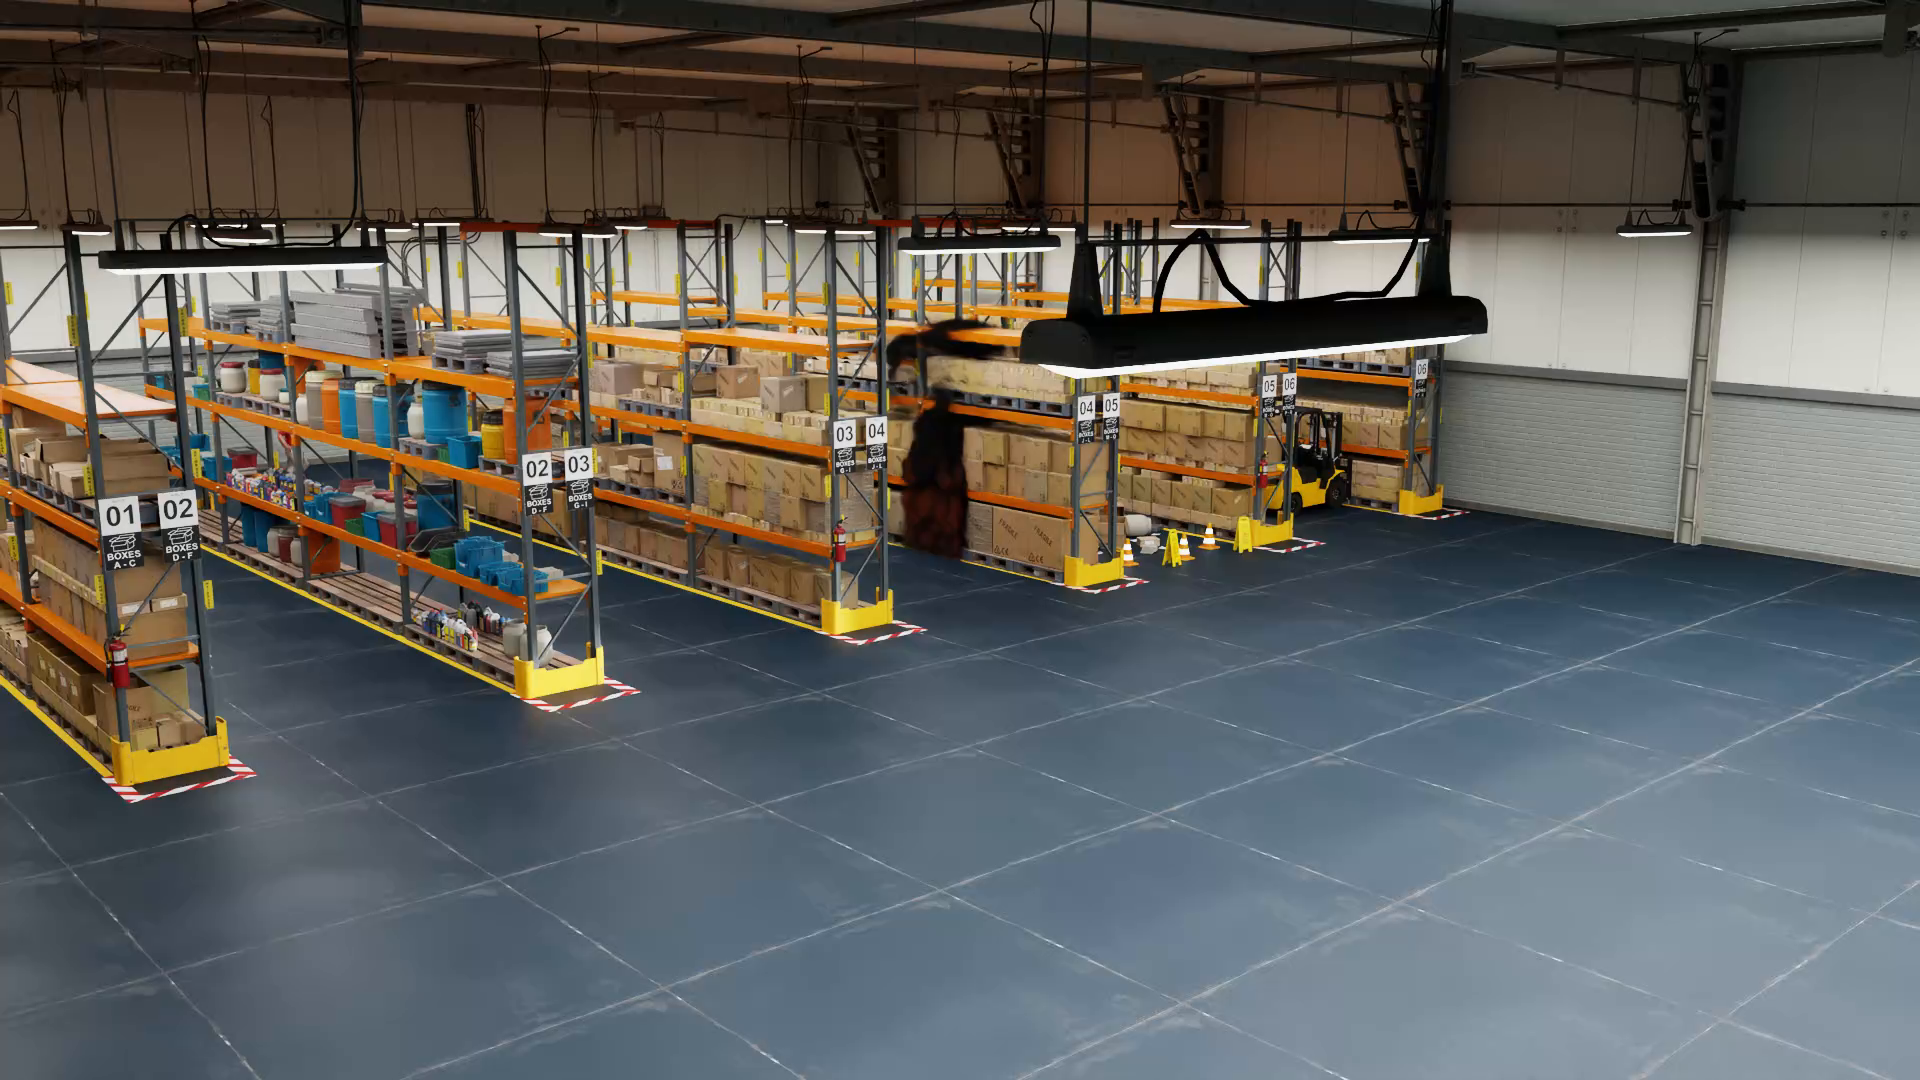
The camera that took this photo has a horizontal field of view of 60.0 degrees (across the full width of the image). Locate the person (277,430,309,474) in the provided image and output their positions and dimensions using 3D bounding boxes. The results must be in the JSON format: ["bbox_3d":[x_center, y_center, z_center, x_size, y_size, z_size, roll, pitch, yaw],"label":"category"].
[{"bbox_3d":[-14.994,-1.975,37.375,0.735,1.723,0.647,-3,12,-13],"label":"person"}]

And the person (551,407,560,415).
[{"bbox_3d":[-9.448,-2.245,38.670,0.753,1.736,0.908,-1,11,-5],"label":"person"}]
